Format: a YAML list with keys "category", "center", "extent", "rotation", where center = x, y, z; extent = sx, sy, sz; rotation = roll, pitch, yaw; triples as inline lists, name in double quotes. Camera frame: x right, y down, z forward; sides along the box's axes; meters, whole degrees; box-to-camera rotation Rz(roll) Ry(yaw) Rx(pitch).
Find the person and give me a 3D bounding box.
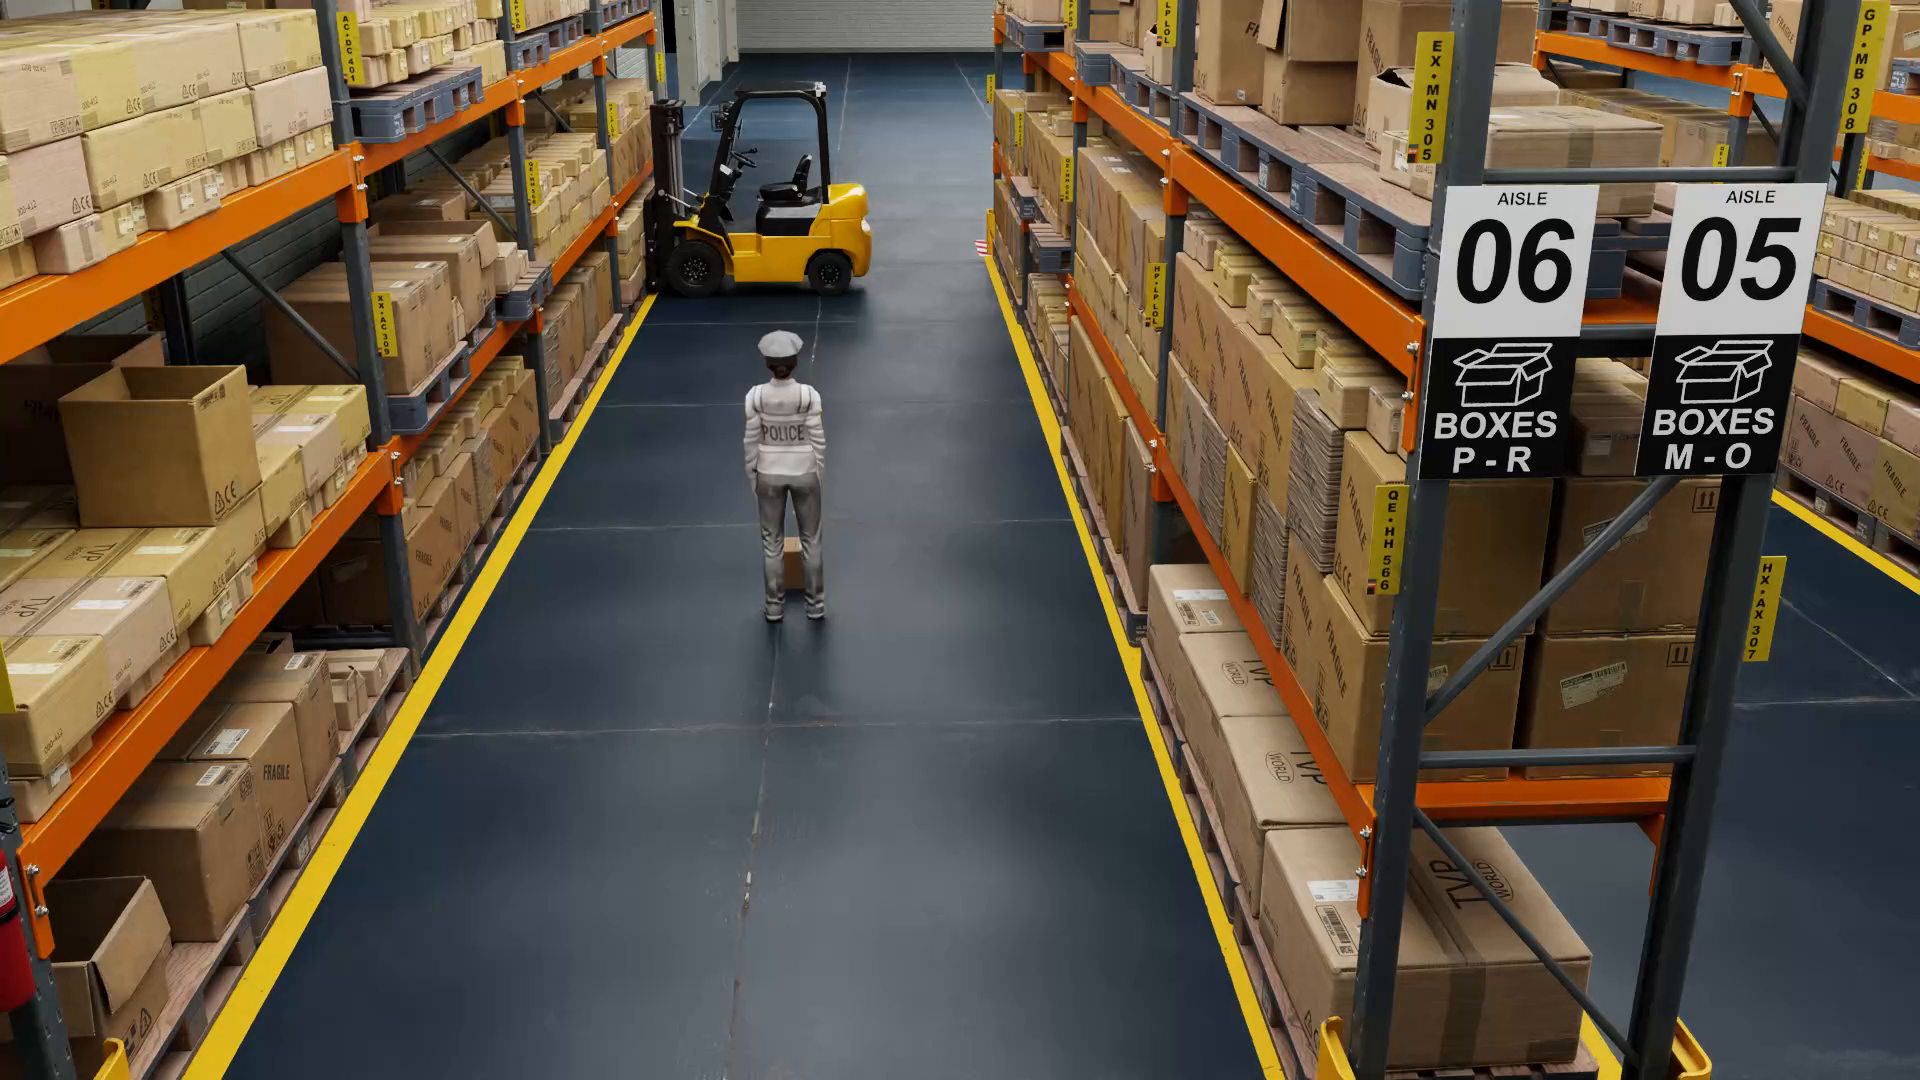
- category: "person"
  center: [-1.019, -0.196, 9.643]
  extent: [0.533, 1.292, 0.752]
  rotation: [-1, 21, -3]
